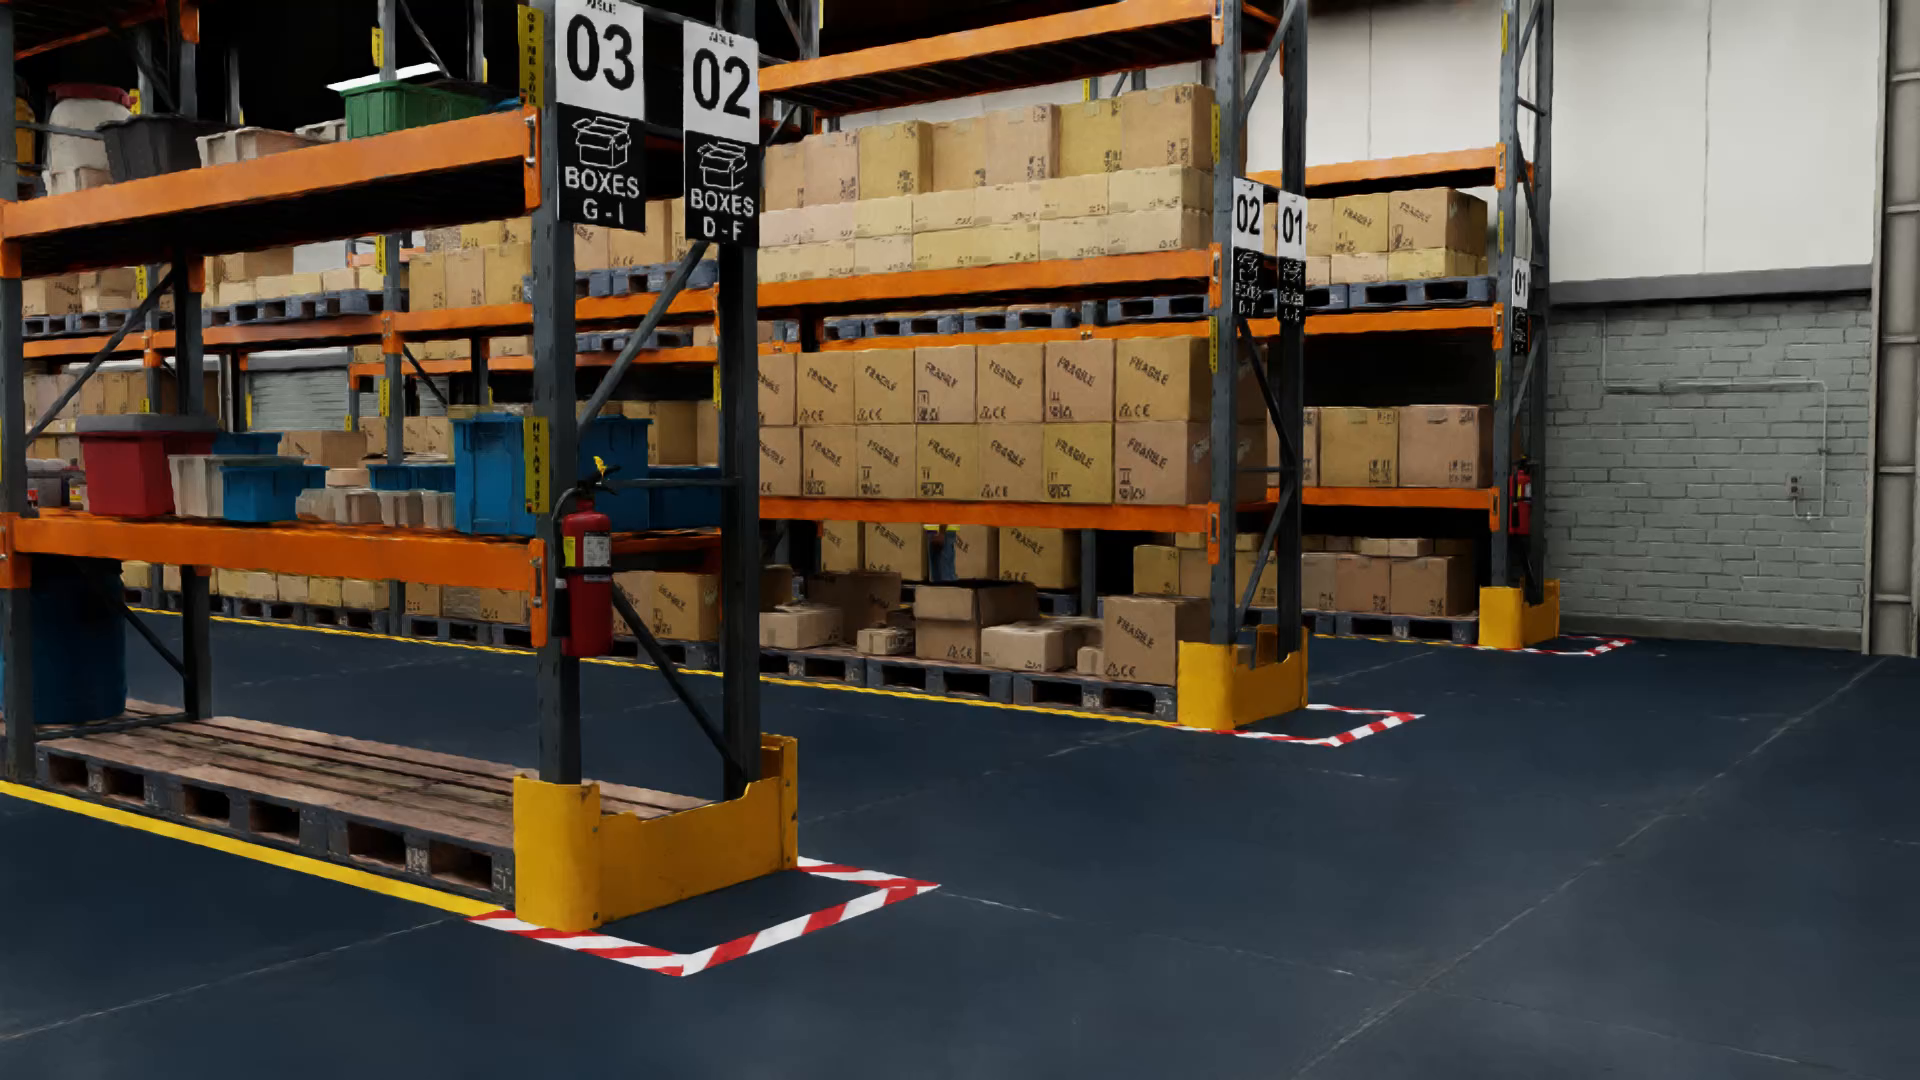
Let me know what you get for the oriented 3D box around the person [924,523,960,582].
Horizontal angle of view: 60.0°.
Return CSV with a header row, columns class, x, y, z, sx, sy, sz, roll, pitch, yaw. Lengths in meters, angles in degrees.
class,x,y,z,sx,sy,sz,roll,pitch,yaw
person,-0.160,-0.073,14.898,0.453,1.768,0.688,0,3,0
